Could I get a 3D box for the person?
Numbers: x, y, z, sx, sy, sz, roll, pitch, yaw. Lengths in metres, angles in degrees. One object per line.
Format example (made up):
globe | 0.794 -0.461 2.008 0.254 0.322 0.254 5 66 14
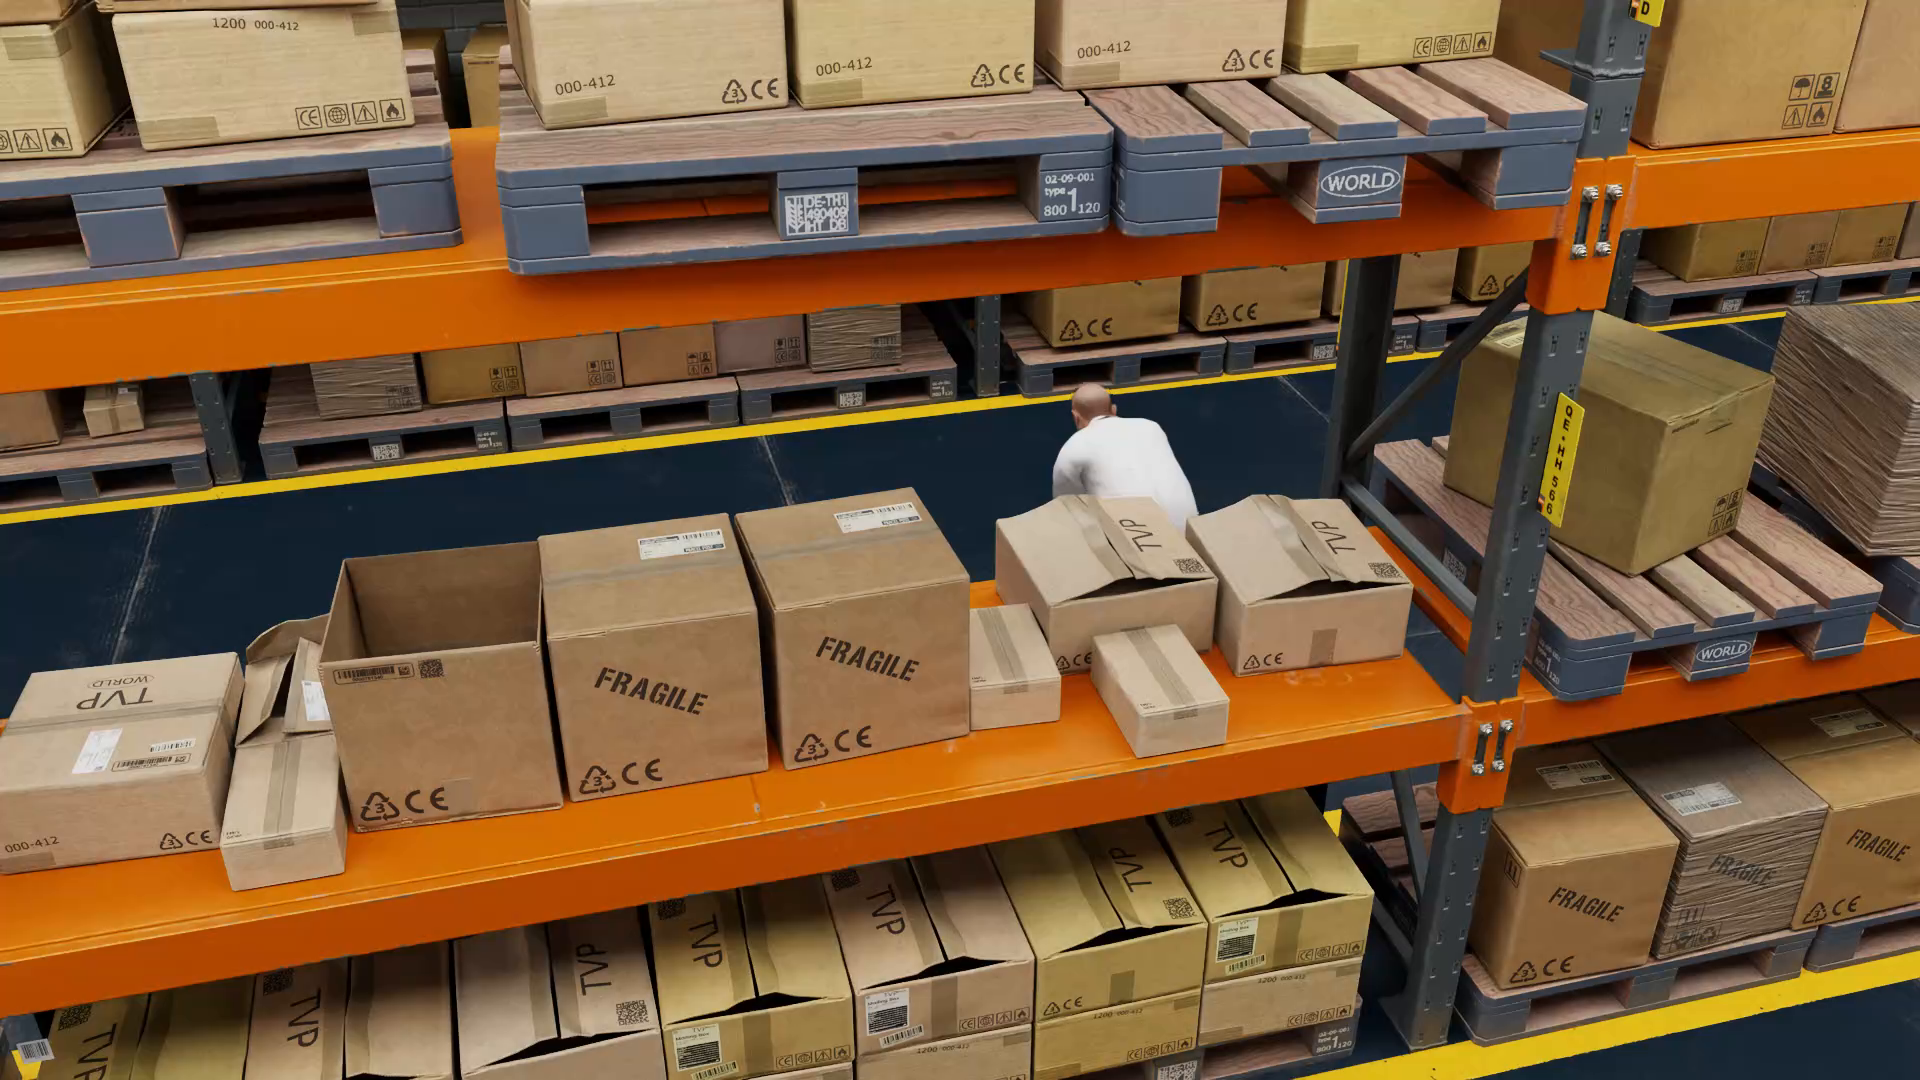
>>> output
person | 0.691 -0.073 7.081 0.580 0.976 0.947 -9 31 -15
